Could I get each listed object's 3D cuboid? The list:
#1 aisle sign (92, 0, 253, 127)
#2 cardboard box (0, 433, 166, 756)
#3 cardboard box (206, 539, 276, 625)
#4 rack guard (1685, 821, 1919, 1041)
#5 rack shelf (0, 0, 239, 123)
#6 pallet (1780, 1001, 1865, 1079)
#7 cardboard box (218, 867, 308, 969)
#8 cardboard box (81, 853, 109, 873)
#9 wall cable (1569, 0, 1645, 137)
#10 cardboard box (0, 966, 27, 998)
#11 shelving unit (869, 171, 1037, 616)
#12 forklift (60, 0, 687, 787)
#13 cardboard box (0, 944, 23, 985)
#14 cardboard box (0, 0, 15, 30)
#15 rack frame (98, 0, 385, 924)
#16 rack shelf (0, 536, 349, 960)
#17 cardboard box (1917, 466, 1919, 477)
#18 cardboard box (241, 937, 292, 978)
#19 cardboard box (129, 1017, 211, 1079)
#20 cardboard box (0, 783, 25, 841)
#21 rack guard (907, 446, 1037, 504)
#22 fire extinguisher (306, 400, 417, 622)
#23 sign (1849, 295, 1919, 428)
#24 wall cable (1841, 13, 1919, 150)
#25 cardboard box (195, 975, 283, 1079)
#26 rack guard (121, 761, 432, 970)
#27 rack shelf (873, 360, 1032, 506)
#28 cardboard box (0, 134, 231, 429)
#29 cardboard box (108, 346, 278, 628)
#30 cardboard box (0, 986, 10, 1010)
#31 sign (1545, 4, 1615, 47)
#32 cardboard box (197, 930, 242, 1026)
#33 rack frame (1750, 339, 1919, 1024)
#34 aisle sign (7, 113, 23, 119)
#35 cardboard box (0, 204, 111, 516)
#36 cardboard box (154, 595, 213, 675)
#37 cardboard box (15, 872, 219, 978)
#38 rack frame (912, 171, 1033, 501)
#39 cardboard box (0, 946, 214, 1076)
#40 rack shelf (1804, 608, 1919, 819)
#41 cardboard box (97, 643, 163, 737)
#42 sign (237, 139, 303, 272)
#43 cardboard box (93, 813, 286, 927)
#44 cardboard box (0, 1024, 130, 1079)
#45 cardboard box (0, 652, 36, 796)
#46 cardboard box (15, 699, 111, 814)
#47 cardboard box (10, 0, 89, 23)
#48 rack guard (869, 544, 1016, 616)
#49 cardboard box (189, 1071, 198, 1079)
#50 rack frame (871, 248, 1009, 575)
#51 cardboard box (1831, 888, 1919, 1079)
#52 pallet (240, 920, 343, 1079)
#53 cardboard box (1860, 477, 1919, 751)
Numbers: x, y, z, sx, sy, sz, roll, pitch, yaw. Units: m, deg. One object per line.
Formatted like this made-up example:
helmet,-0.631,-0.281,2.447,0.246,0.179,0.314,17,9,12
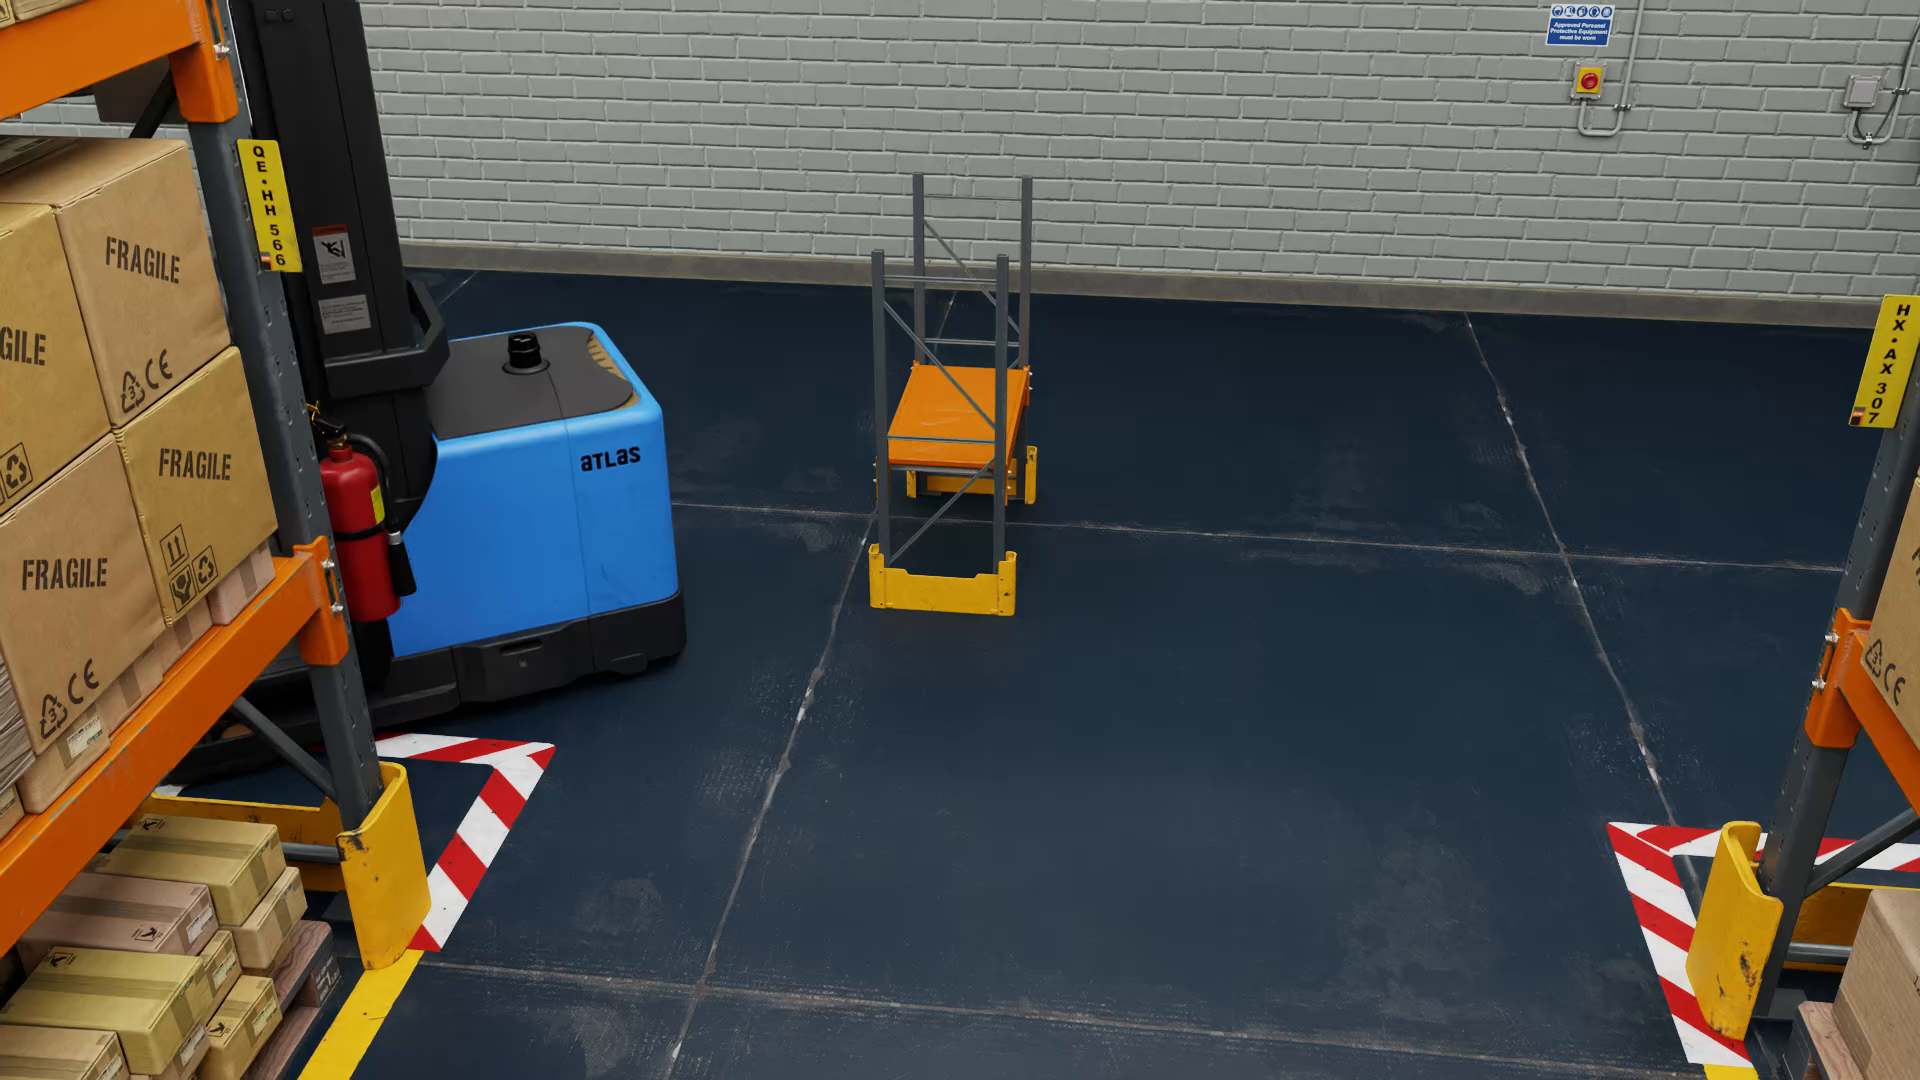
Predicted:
aisle sign,-1.914,-1.362,3.875,0.394,0.787,0.004,3,28,6
cardboard box,-2.089,0.093,3.496,0.500,0.500,0.500,3,28,5
cardboard box,-1.980,0.080,4.204,0.380,0.149,0.250,3,28,6
rack guard,2.707,1.129,4.628,1.175,0.500,0.348,3,28,6
rack shelf,-2.466,-0.263,2.172,1.077,0.370,4.000,3,28,6
pallet,2.684,1.648,3.969,1.003,0.211,1.213,3,28,6
cardboard box,-2.002,1.004,4.474,0.380,0.149,0.250,3,28,5
cardboard box,-2.540,0.970,4.536,0.380,0.149,0.250,5,29,8
wall cable,3.372,-3.077,8.695,0.585,1.953,0.123,3,28,6
cardboard box,-2.629,1.096,4.303,0.380,0.149,0.250,3,28,6
shelving unit,-0.009,-0.624,6.828,0.587,1.500,1.083,3,28,6
forklift,-2.606,-0.733,5.521,3.031,2.935,1.130,-12,31,-22
cardboard box,-2.537,0.971,4.220,0.380,0.149,0.250,4,29,7
cardboard box,-2.069,-0.985,2.912,0.500,0.250,0.500,3,28,6
rack frame,-2.221,-0.201,4.460,1.000,3.000,0.127,3,28,6
rack shelf,-2.466,1.057,2.883,1.077,0.370,4.000,3,28,6
cardboard box,2.363,-0.235,3.365,0.500,0.500,0.500,3,28,5
cardboard box,-2.078,1.129,4.554,0.380,0.149,0.250,4,29,7
cardboard box,-2.064,1.248,4.020,0.380,0.149,0.250,2,28,4
cardboard box,-2.133,0.557,3.318,0.380,0.149,0.250,2,28,4
rack guard,0.052,-0.309,7.559,0.587,0.250,0.087,3,28,6
fire extinguisher,-1.732,-0.094,4.737,0.296,0.674,0.183,3,28,6
sign,2.154,-0.412,3.855,0.100,0.325,0.005,3,28,6
wall cable,4.781,-2.987,8.560,0.588,1.984,0.122,3,28,6
cardboard box,-2.009,1.256,4.318,0.380,0.149,0.250,4,29,8
rack guard,-2.230,0.935,4.986,1.175,0.500,0.348,3,28,6
rack shelf,-0.010,-0.462,6.905,0.538,0.185,1.000,3,28,6
cardboard box,-2.030,-0.586,3.702,0.500,0.500,0.500,3,28,5
cardboard box,-2.020,-0.149,3.945,0.500,0.500,0.500,4,29,7
cardboard box,-2.571,1.216,4.079,0.380,0.149,0.250,4,29,7
sign,3.332,-2.767,8.938,0.327,0.218,0.001,3,28,6
cardboard box,-2.088,1.123,4.251,0.380,0.149,0.250,3,28,5
rack frame,2.704,0.039,4.014,1.000,3.000,0.127,3,28,6
aisle sign,-2.509,-1.397,3.940,0.394,0.787,0.004,3,28,6
cardboard box,-2.092,-0.348,3.259,0.500,0.500,0.500,2,28,4
cardboard box,-2.048,0.195,3.991,0.380,0.149,0.250,3,28,6
cardboard box,-2.122,0.986,4.192,0.380,0.149,0.250,4,29,7
rack frame,0.052,-0.859,7.264,0.500,1.500,0.032,3,28,6
cardboard box,-2.028,1.116,3.952,0.380,0.149,0.250,3,28,5
rack shelf,2.459,1.298,2.437,1.077,0.370,4.000,3,28,6
cardboard box,-2.064,0.314,3.770,0.380,0.149,0.250,3,28,6
sign,-1.672,-0.808,4.033,0.100,0.325,0.005,3,28,6
cardboard box,-2.034,0.871,4.406,0.380,0.149,0.250,4,29,7
cardboard box,-2.122,1.234,3.733,0.380,0.149,0.250,2,28,4
cardboard box,-2.141,0.332,3.052,0.500,0.500,0.500,3,29,6
cardboard box,-2.072,0.435,3.545,0.380,0.149,0.250,4,29,8
cardboard box,-2.014,-1.226,3.358,0.500,0.250,0.500,3,28,5
rack guard,-0.070,0.160,6.689,0.587,0.250,0.087,3,28,6
cardboard box,-2.127,1.376,4.097,0.380,0.149,0.250,3,28,6
rack frame,-0.073,-0.381,6.376,0.500,1.500,0.032,3,28,6
cardboard box,2.723,1.299,3.935,0.875,0.438,0.875,2,28,4
pallet,-2.365,1.443,4.349,1.003,0.211,1.213,3,28,6
cardboard box,2.361,0.205,3.602,0.500,0.500,0.500,3,28,6
